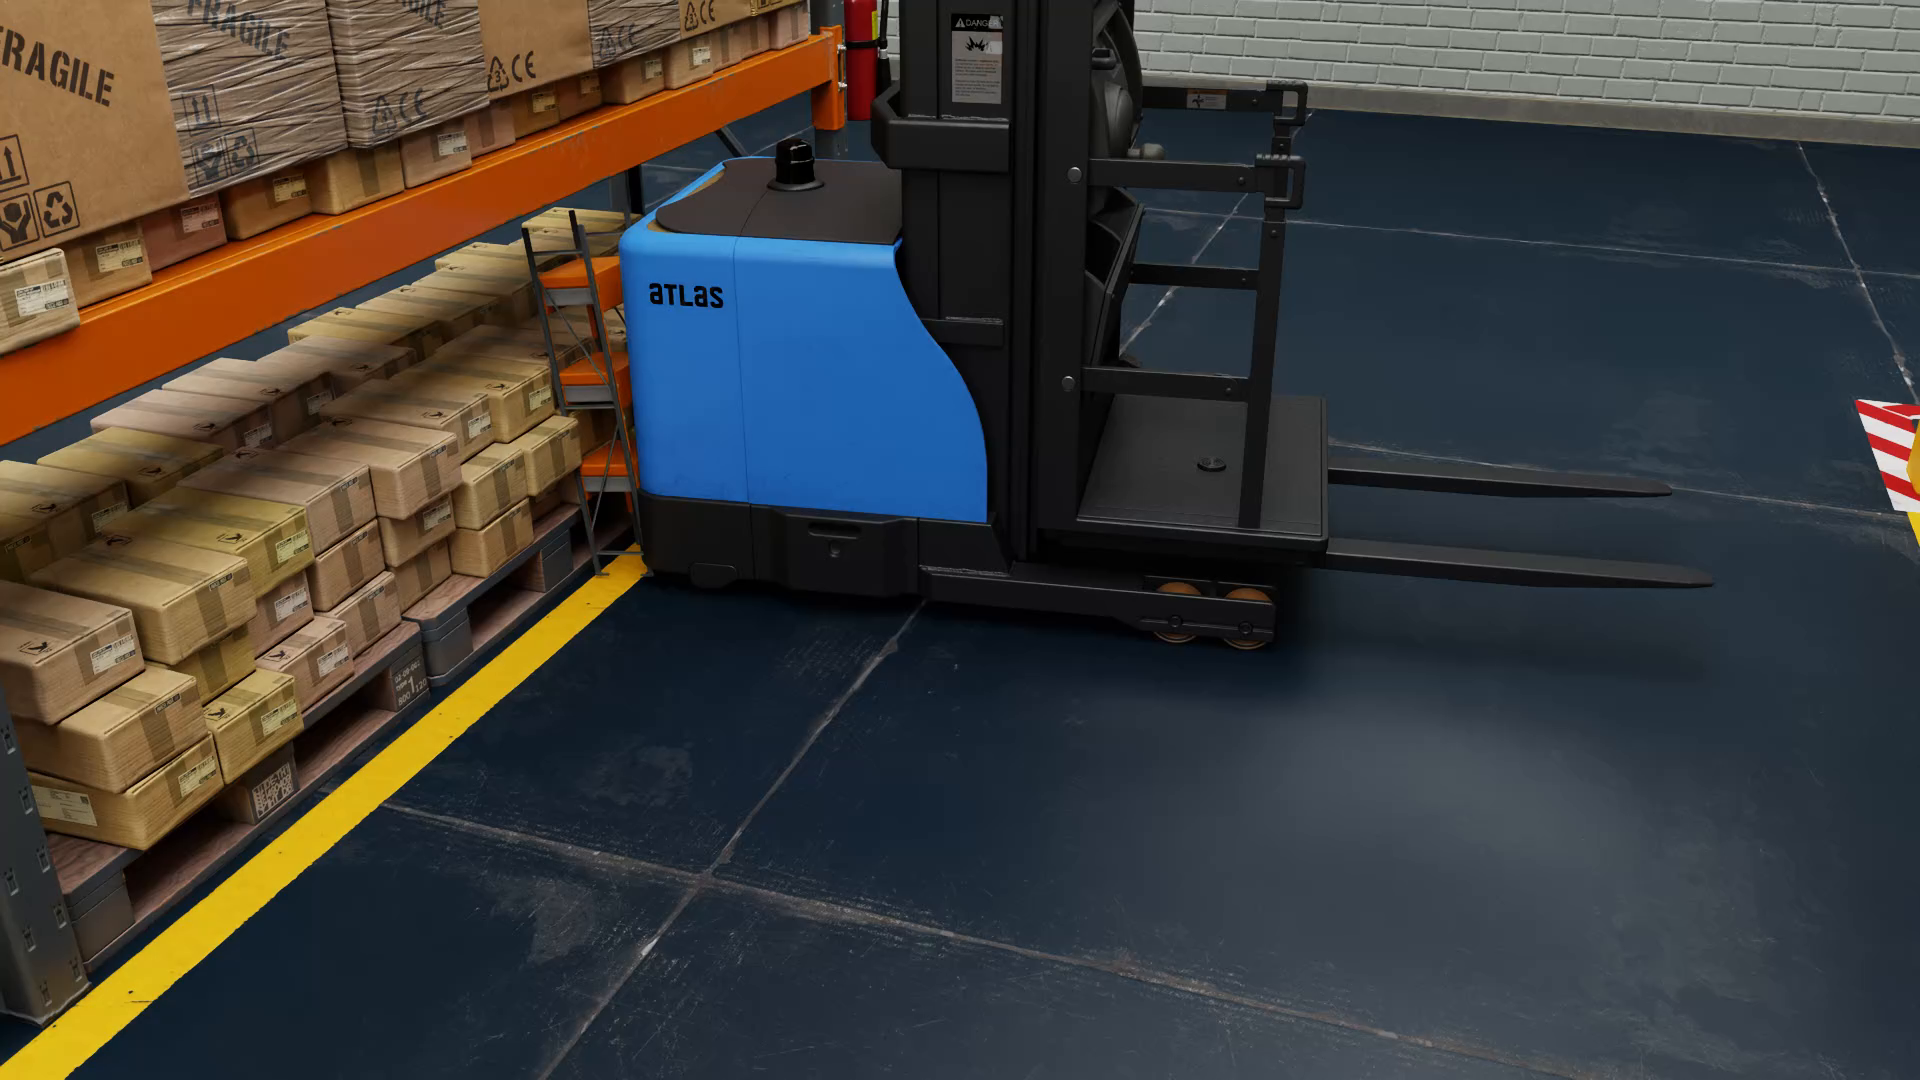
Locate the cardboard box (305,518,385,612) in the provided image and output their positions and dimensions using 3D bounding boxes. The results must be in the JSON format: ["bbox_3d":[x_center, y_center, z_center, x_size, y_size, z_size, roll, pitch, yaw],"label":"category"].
[{"bbox_3d":[-1.689,0.037,4.179,0.380,0.149,0.250,7,27,15],"label":"cardboard box"}]

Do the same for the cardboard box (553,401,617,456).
[{"bbox_3d":[-1.260,-0.381,5.044,0.380,0.149,0.250,10,28,20],"label":"cardboard box"}]

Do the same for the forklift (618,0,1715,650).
[{"bbox_3d":[0.616,-1.267,4.504,3.031,2.935,1.130,5,26,10],"label":"forklift"}]

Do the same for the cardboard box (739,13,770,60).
[{"bbox_3d":[-0.879,-1.746,5.703,0.380,0.149,0.250,9,27,17],"label":"cardboard box"}]

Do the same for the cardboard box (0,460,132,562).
[{"bbox_3d":[-2.254,-0.059,4.037,0.380,0.149,0.250,8,27,17],"label":"cardboard box"}]

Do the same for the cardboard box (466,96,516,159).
[{"bbox_3d":[-1.410,-1.108,4.385,0.380,0.149,0.250,10,28,19],"label":"cardboard box"}]

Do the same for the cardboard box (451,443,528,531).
[{"bbox_3d":[-1.431,-0.167,4.600,0.380,0.149,0.250,9,27,17],"label":"cardboard box"}]

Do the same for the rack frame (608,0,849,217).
[{"bbox_3d":[-0.919,-2.131,6.210,1.000,3.000,0.127,9,27,17],"label":"rack frame"}]

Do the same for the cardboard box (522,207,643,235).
[{"bbox_3d":[-1.414,-1.139,6.267,0.380,0.149,0.250,8,27,15],"label":"cardboard box"}]

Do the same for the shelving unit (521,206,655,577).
[{"bbox_3d":[-1.024,-0.427,4.892,0.215,1.050,0.252,1,22,21],"label":"shelving unit"}]

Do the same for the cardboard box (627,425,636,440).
[{"bbox_3d":[-1.152,-0.357,5.334,0.380,0.149,0.250,8,27,15],"label":"cardboard box"}]

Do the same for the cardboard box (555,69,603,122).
[{"bbox_3d":[-1.273,-1.327,4.836,0.380,0.149,0.250,8,27,15],"label":"cardboard box"}]

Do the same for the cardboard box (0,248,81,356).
[{"bbox_3d":[-1.847,-0.443,3.012,0.380,0.149,0.250,10,28,19],"label":"cardboard box"}]

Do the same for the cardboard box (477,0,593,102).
[{"bbox_3d":[-1.338,-1.464,4.375,0.500,0.500,0.500,10,28,20],"label":"cardboard box"}]

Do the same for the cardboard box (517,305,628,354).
[{"bbox_3d":[-1.143,-0.615,5.185,0.380,0.149,0.250,10,28,19],"label":"cardboard box"}]

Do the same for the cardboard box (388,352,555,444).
[{"bbox_3d":[-1.396,-0.411,4.764,0.380,0.149,0.250,9,27,18],"label":"cardboard box"}]

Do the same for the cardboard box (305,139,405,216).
[{"bbox_3d":[-1.551,-0.882,3.919,0.380,0.149,0.250,9,27,18],"label":"cardboard box"}]

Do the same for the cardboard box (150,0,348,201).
[{"bbox_3d":[-1.690,-1.038,3.495,0.500,0.500,0.500,9,27,17],"label":"cardboard box"}]

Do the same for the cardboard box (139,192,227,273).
[{"bbox_3d":[-1.792,-0.677,3.495,0.380,0.149,0.250,8,27,15],"label":"cardboard box"}]

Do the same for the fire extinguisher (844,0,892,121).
[{"bbox_3d":[-0.400,-1.965,6.383,0.296,0.674,0.183,9,27,17],"label":"fire extinguisher"}]

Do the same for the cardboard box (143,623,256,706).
[{"bbox_3d":[-1.828,0.253,3.733,0.380,0.149,0.250,9,27,18],"label":"cardboard box"}]

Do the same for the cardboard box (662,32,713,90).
[{"bbox_3d":[-1.011,-1.533,5.262,0.380,0.149,0.250,9,27,19],"label":"cardboard box"}]

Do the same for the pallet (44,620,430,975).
[{"bbox_3d":[-2.060,0.487,4.003,1.003,0.211,1.213,9,27,17],"label":"pallet"}]

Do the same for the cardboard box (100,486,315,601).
[{"bbox_3d":[-1.755,0.012,3.890,0.380,0.149,0.250,8,27,17],"label":"cardboard box"}]

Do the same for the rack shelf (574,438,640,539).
[{"bbox_3d":[-0.989,-0.159,4.994,0.215,0.259,0.240,1,22,21],"label":"rack shelf"}]

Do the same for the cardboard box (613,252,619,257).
[{"bbox_3d":[-0.994,-0.956,5.888,0.380,0.149,0.250,9,27,18],"label":"cardboard box"}]

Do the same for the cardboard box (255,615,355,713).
[{"bbox_3d":[-1.704,0.285,4.010,0.380,0.149,0.250,9,27,17],"label":"cardboard box"}]

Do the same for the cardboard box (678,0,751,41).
[{"bbox_3d":[-1.002,-1.877,5.229,0.500,0.500,0.500,8,27,17],"label":"cardboard box"}]

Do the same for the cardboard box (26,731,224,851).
[{"bbox_3d":[-1.826,0.504,3.557,0.380,0.149,0.250,8,27,15],"label":"cardboard box"}]

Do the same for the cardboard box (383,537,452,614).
[{"bbox_3d":[-1.610,0.058,4.479,0.380,0.149,0.250,8,27,15],"label":"cardboard box"}]

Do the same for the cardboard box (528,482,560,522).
[{"bbox_3d":[-1.417,-0.154,4.916,0.380,0.149,0.250,10,27,19],"label":"cardboard box"}]

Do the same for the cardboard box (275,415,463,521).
[{"bbox_3d":[-1.528,-0.191,4.310,0.380,0.149,0.250,9,27,19],"label":"cardboard box"}]

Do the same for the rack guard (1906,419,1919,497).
[{"bbox_3d":[3.790,-0.340,5.378,1.175,0.500,0.348,9,27,17],"label":"rack guard"}]

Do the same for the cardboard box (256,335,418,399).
[{"bbox_3d":[-1.827,-0.478,4.902,0.380,0.149,0.250,9,27,18],"label":"cardboard box"}]

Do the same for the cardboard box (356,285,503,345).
[{"bbox_3d":[-1.702,-0.697,5.353,0.380,0.149,0.250,10,28,19],"label":"cardboard box"}]

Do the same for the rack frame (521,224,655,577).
[{"bbox_3d":[-1.065,-0.381,4.786,0.200,1.050,0.008,1,22,21],"label":"rack frame"}]

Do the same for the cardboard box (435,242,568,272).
[{"bbox_3d":[-1.597,-0.923,5.821,0.380,0.149,0.250,9,27,17],"label":"cardboard box"}]

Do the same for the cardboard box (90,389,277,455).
[{"bbox_3d":[-2.091,-0.279,4.491,0.380,0.149,0.250,7,27,15],"label":"cardboard box"}]

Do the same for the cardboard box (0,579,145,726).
[{"bbox_3d":[-1.940,0.227,3.445,0.380,0.149,0.250,10,28,20],"label":"cardboard box"}]
